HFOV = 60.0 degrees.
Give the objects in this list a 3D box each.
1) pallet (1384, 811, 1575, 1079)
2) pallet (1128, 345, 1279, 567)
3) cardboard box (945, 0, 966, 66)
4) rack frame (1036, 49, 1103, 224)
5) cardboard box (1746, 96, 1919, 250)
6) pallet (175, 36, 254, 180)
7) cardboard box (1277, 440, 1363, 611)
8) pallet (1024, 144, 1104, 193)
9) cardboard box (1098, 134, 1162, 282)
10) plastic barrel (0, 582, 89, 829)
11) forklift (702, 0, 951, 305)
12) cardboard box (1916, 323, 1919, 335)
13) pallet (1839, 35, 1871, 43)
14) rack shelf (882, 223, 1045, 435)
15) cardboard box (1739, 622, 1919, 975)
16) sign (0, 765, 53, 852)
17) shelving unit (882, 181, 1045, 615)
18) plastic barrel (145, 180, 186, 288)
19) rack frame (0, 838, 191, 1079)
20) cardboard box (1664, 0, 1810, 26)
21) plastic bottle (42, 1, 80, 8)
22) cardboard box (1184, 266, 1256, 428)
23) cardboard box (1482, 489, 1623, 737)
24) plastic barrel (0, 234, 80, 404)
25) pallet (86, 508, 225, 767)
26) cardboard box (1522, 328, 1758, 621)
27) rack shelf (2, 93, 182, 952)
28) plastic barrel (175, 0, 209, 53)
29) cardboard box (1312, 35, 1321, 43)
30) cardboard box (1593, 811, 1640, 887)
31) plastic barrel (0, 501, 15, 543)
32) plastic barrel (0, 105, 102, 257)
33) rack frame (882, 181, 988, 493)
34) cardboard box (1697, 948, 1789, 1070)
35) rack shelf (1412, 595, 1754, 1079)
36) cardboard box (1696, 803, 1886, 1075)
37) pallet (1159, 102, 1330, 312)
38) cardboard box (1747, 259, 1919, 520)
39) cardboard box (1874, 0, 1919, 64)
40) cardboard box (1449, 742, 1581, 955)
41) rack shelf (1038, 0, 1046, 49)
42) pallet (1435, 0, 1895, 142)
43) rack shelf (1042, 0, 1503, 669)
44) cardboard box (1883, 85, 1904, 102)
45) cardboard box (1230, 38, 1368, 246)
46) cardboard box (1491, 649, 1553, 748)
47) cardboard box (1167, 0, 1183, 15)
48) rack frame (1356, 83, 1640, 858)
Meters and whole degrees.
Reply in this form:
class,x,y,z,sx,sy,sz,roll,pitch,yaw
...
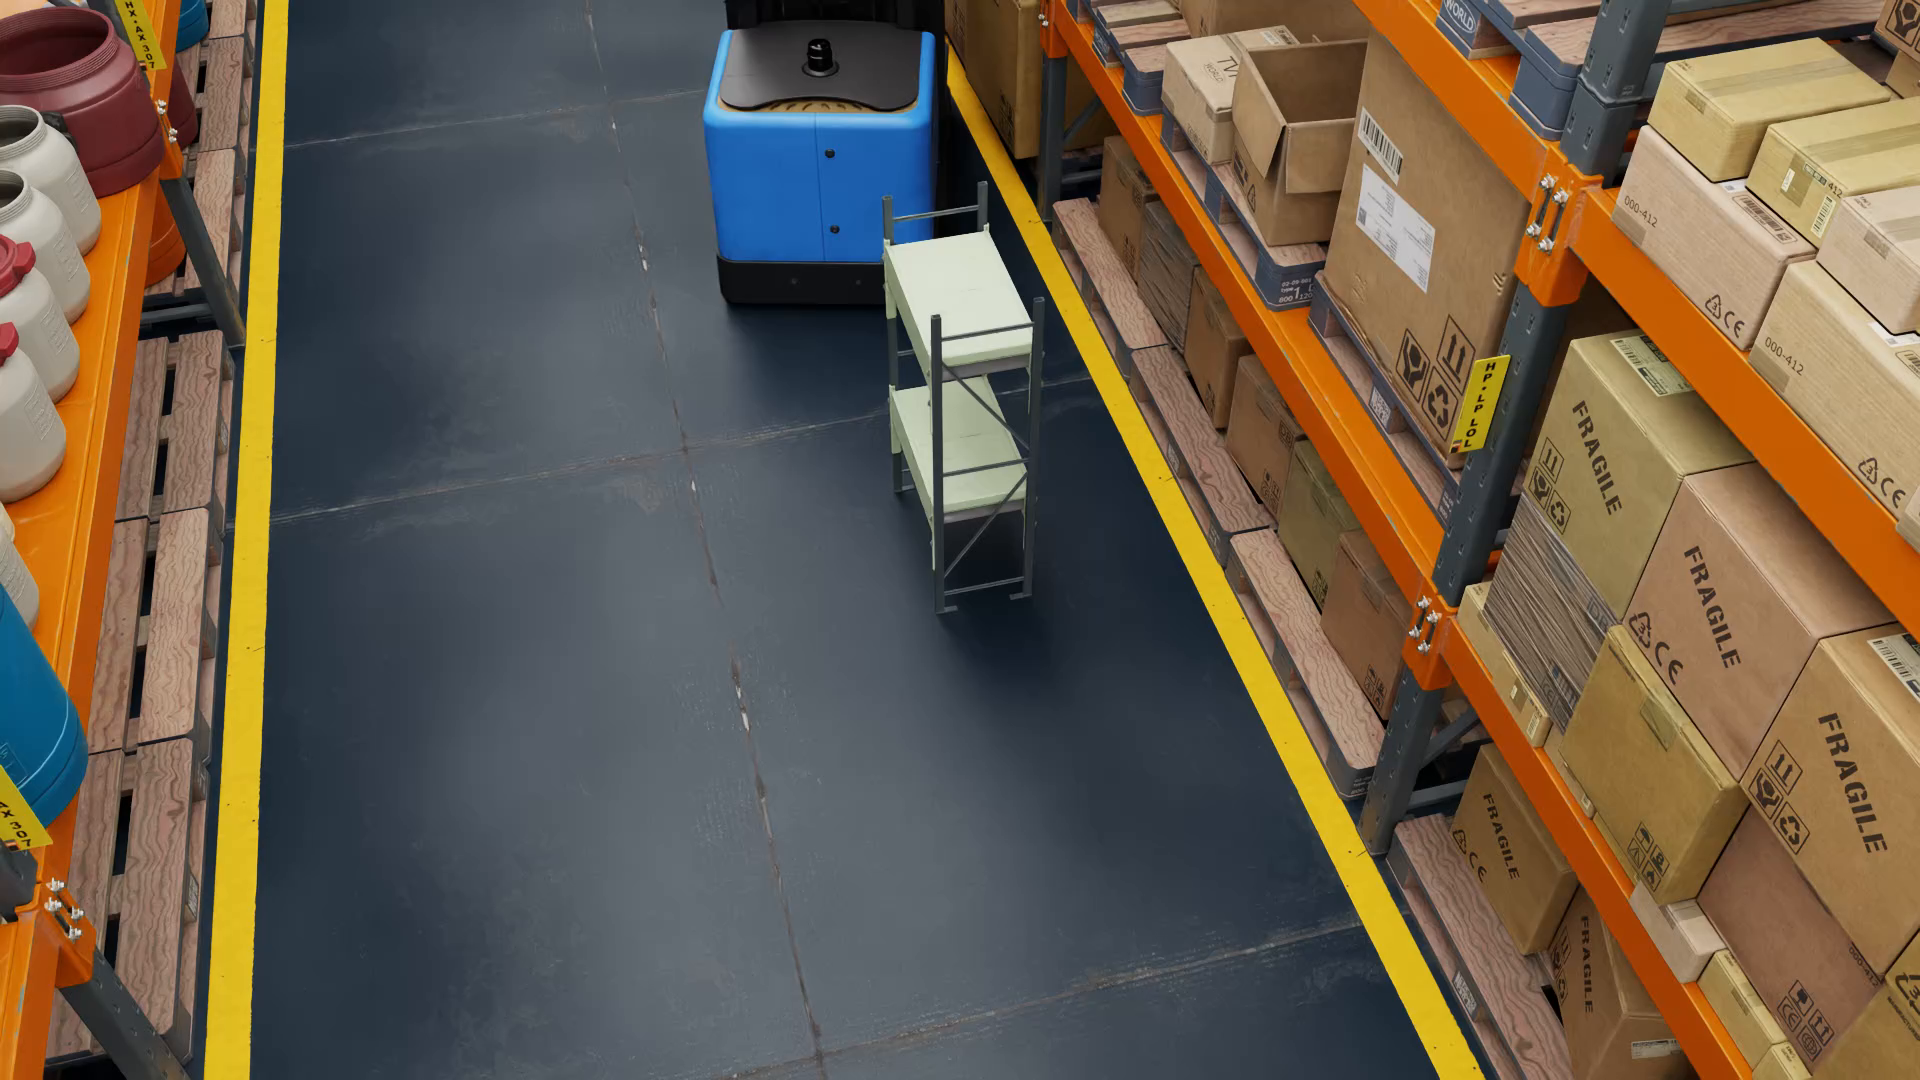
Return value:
class,x,y,z,sx,sy,sz,roll,pitch,yaw
pallet,2.129,1.375,5.505,1.003,0.211,1.213,-11,47,-10
pallet,1.406,-0.463,7.307,1.003,0.211,1.213,-11,47,-10
cardboard box,0.521,-3.320,9.348,1.225,0.875,0.875,-11,47,-10
rack frame,0.899,-2.819,7.664,1.000,3.000,0.127,-11,47,-10
cardboard box,1.842,-0.743,3.354,0.380,0.149,0.250,-13,47,-12
pallet,-4.440,-2.315,9.122,1.003,0.211,1.213,-11,47,-10
cardboard box,1.682,-0.097,6.438,0.700,0.500,0.500,-11,47,-11
pallet,0.770,-2.401,9.206,1.003,0.211,1.213,-11,47,-10
cardboard box,1.089,-1.640,7.949,0.700,0.500,0.500,-13,47,-12
plastic barrel,-2.671,0.350,4.206,0.600,0.901,0.708,-11,47,-10
forklift,-0.614,-3.194,8.078,1.130,2.935,3.031,1,46,1
cardboard box,1.995,-0.390,3.008,0.380,0.149,0.250,-9,46,-9
pallet,5.521,-3.220,10.009,1.003,0.211,1.213,-11,47,-10
rack shelf,0.002,-0.793,6.182,0.431,0.370,0.720,-11,47,-10
cardboard box,2.049,0.501,3.432,0.500,0.500,0.500,-11,47,-10
sign,-2.331,0.658,4.062,0.100,0.325,0.005,-11,47,-10
shelving unit,0.002,-0.520,6.461,0.431,1.500,0.755,-11,47,-10
plastic barrel,-4.031,-1.636,7.729,0.600,0.830,0.708,-11,47,-10
rack frame,-2.862,0.847,4.070,0.949,2.616,0.053,-11,47,-10
cardboard box,1.898,-1.633,4.035,0.797,0.503,0.637,-13,47,-12
plastic bottle,-3.835,-2.200,7.144,0.152,0.276,0.135,-11,47,-10
cardboard box,1.396,-0.869,7.194,0.700,0.500,0.500,-7,46,-7
cardboard box,1.978,0.125,4.500,0.875,0.500,0.500,-11,47,-10
plastic barrel,-3.197,-0.706,5.497,0.433,0.535,0.433,0,46,0
pallet,-3.420,0.445,6.417,1.003,0.211,1.213,-11,47,-10
cardboard box,1.792,-0.190,4.108,0.500,0.500,0.500,-11,47,-10
rack shelf,-3.377,-0.281,5.680,1.077,0.370,4.000,-11,47,-10
plastic barrel,-4.609,-3.220,9.232,0.600,0.901,0.708,-11,47,-10
cardboard box,1.587,-1.817,6.482,0.396,0.266,0.258,-12,47,-11
cardboard box,1.902,0.747,4.344,0.380,0.149,0.250,-11,47,-10
plastic barrel,-3.056,-0.046,5.042,0.301,0.262,0.301,0,46,0
plastic barrel,-3.419,-1.282,6.078,0.421,0.512,0.421,0,46,0
rack frame,-0.092,-0.773,6.708,0.400,1.500,0.023,-11,47,-10
cardboard box,2.031,1.092,4.006,0.380,0.149,0.250,-11,47,-10
rack shelf,2.435,1.575,3.861,1.077,0.370,4.000,-11,47,-10
cardboard box,2.297,0.804,3.835,0.875,0.500,0.500,-11,47,-10
pallet,1.445,-1.393,6.400,1.003,0.211,1.213,-11,47,-10
cardboard box,1.931,-0.333,3.232,0.500,0.250,0.500,-11,47,-11
cardboard box,2.284,-1.158,3.306,0.500,0.500,0.500,-12,47,-11
cardboard box,1.986,0.954,5.422,0.500,0.500,0.500,-12,47,-12
rack shelf,0.387,-3.948,9.274,1.077,0.370,4.000,-11,47,-10
pallet,1.868,-1.488,4.390,1.213,0.211,1.003,-11,47,-10
rack shelf,1.411,-1.187,6.567,1.077,0.370,4.000,-11,47,-10
cardboard box,2.292,-0.788,3.678,0.500,0.250,0.500,-9,46,-9
cardboard box,1.390,-1.421,5.927,0.797,0.503,0.637,-6,46,-6
cardboard box,1.738,0.409,4.676,0.380,0.149,0.250,-11,47,-10
cardboard box,1.076,-2.636,7.120,0.500,0.500,0.500,-16,48,-15
rack frame,1.923,-0.058,4.957,1.000,3.000,0.127,-11,47,-10
